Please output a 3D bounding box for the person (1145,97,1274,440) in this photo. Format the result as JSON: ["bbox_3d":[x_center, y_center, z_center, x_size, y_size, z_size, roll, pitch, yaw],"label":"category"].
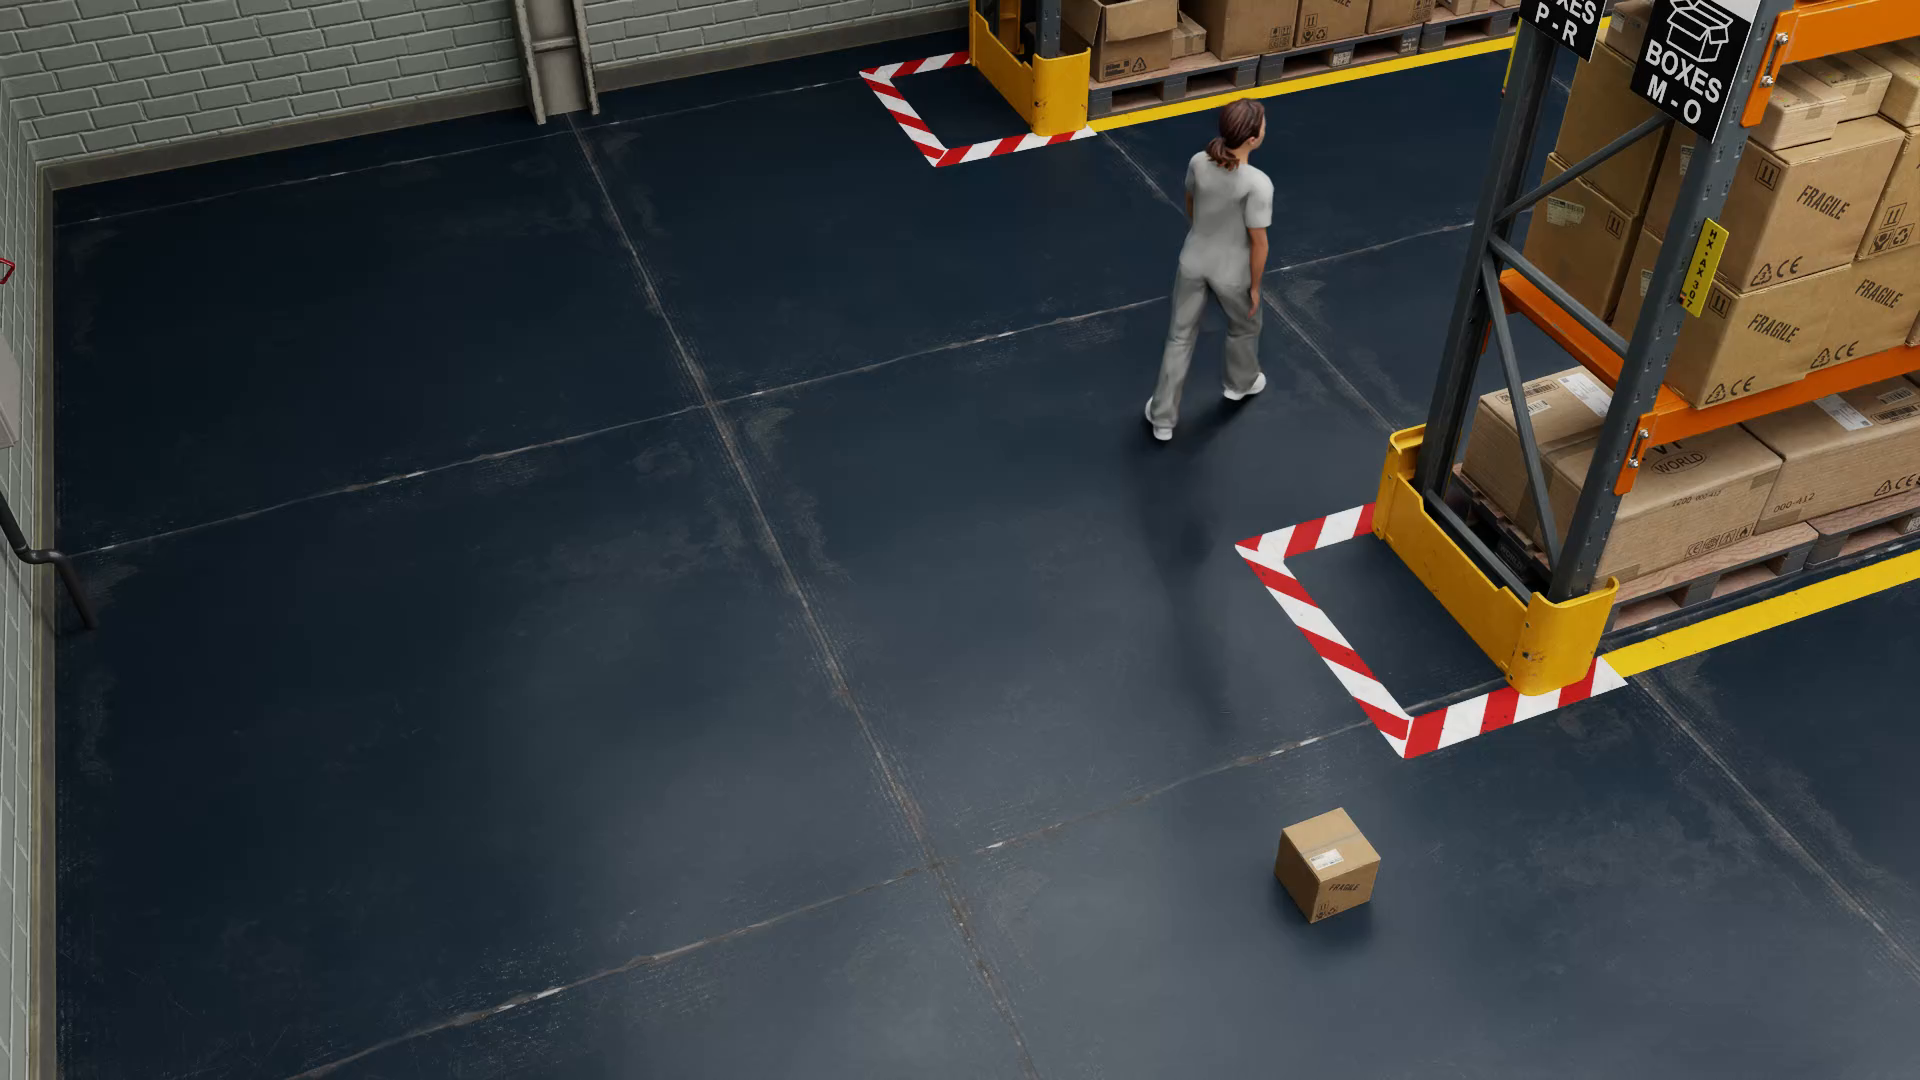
[{"bbox_3d":[1.198,-1.252,7.546,0.496,1.665,0.759,23,47,23],"label":"person"}]
